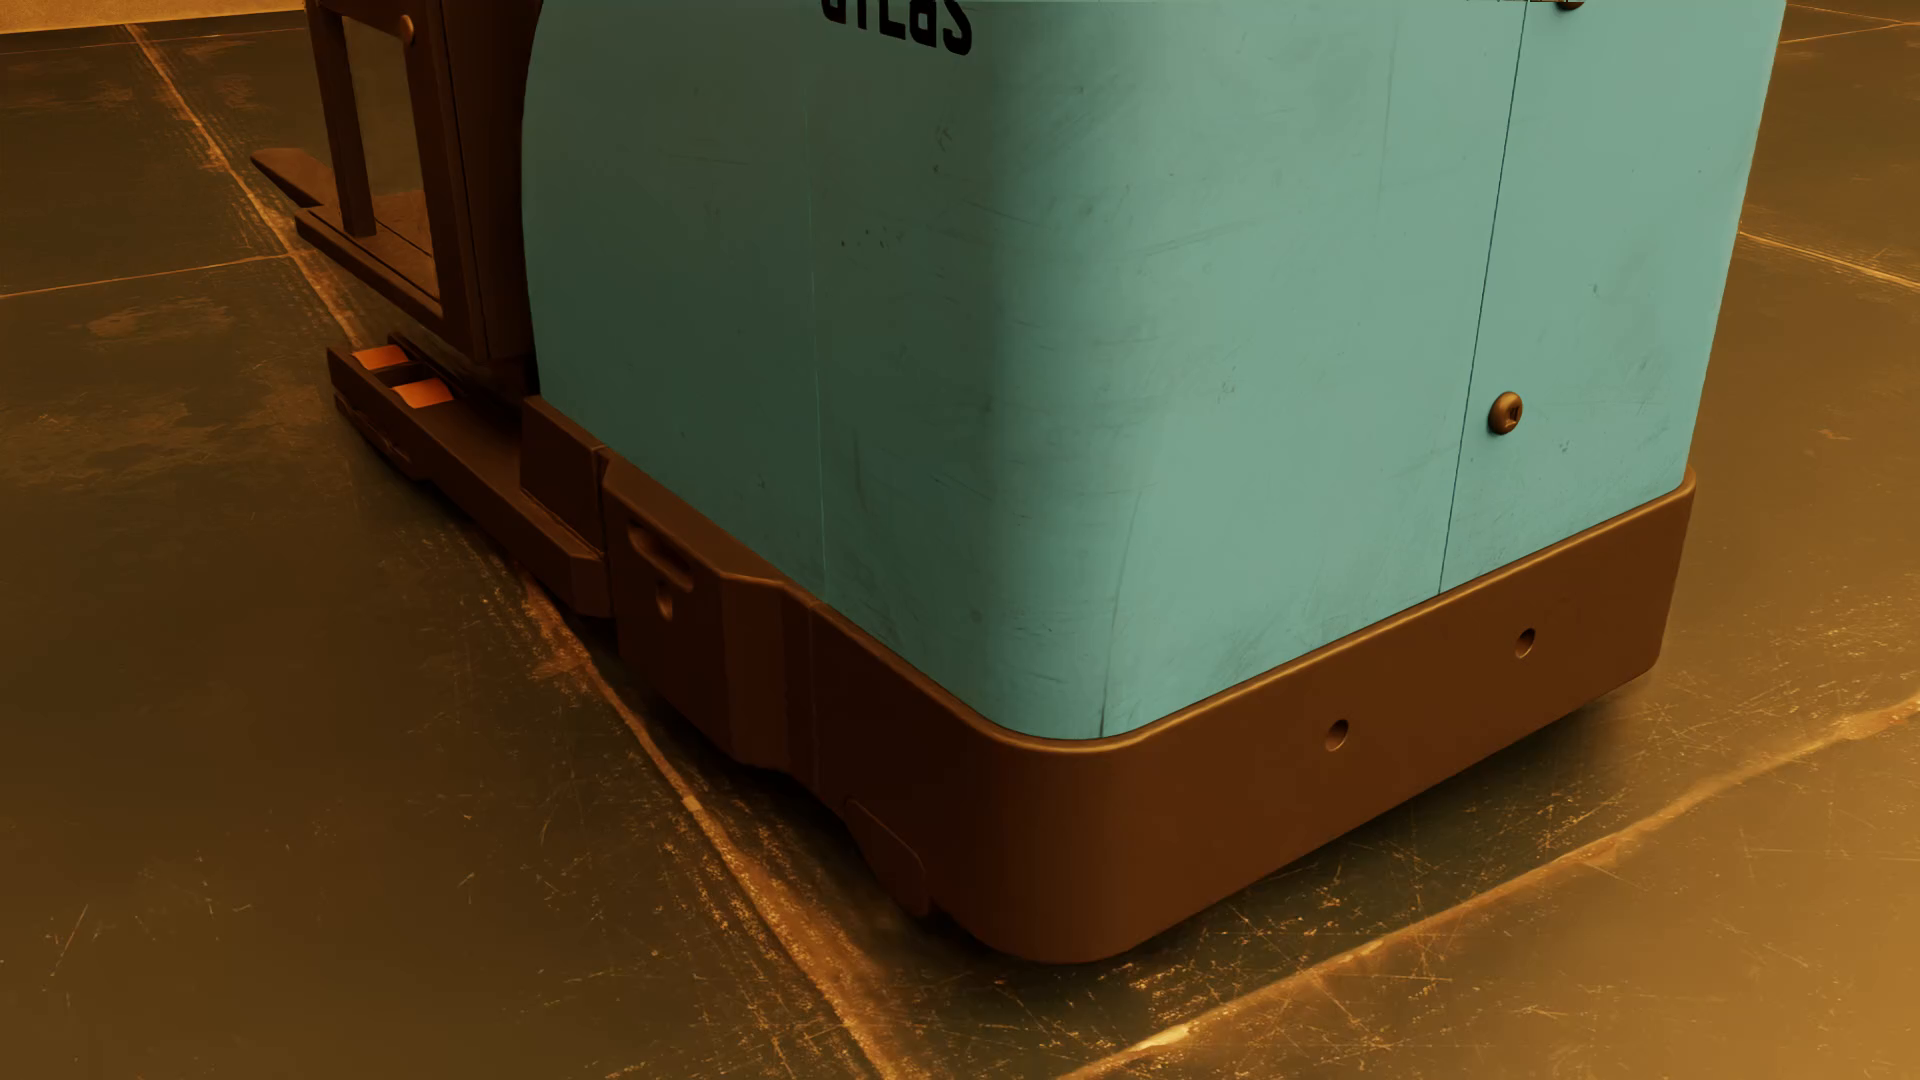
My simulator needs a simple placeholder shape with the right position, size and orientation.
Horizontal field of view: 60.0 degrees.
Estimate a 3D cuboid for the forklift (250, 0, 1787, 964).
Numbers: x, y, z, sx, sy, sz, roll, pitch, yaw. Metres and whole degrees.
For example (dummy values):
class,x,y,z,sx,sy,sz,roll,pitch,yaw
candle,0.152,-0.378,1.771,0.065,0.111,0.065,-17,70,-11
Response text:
class,x,y,z,sx,sy,sz,roll,pitch,yaw
forklift,-0.409,-1.517,2.250,1.130,2.935,3.031,-19,32,-32
